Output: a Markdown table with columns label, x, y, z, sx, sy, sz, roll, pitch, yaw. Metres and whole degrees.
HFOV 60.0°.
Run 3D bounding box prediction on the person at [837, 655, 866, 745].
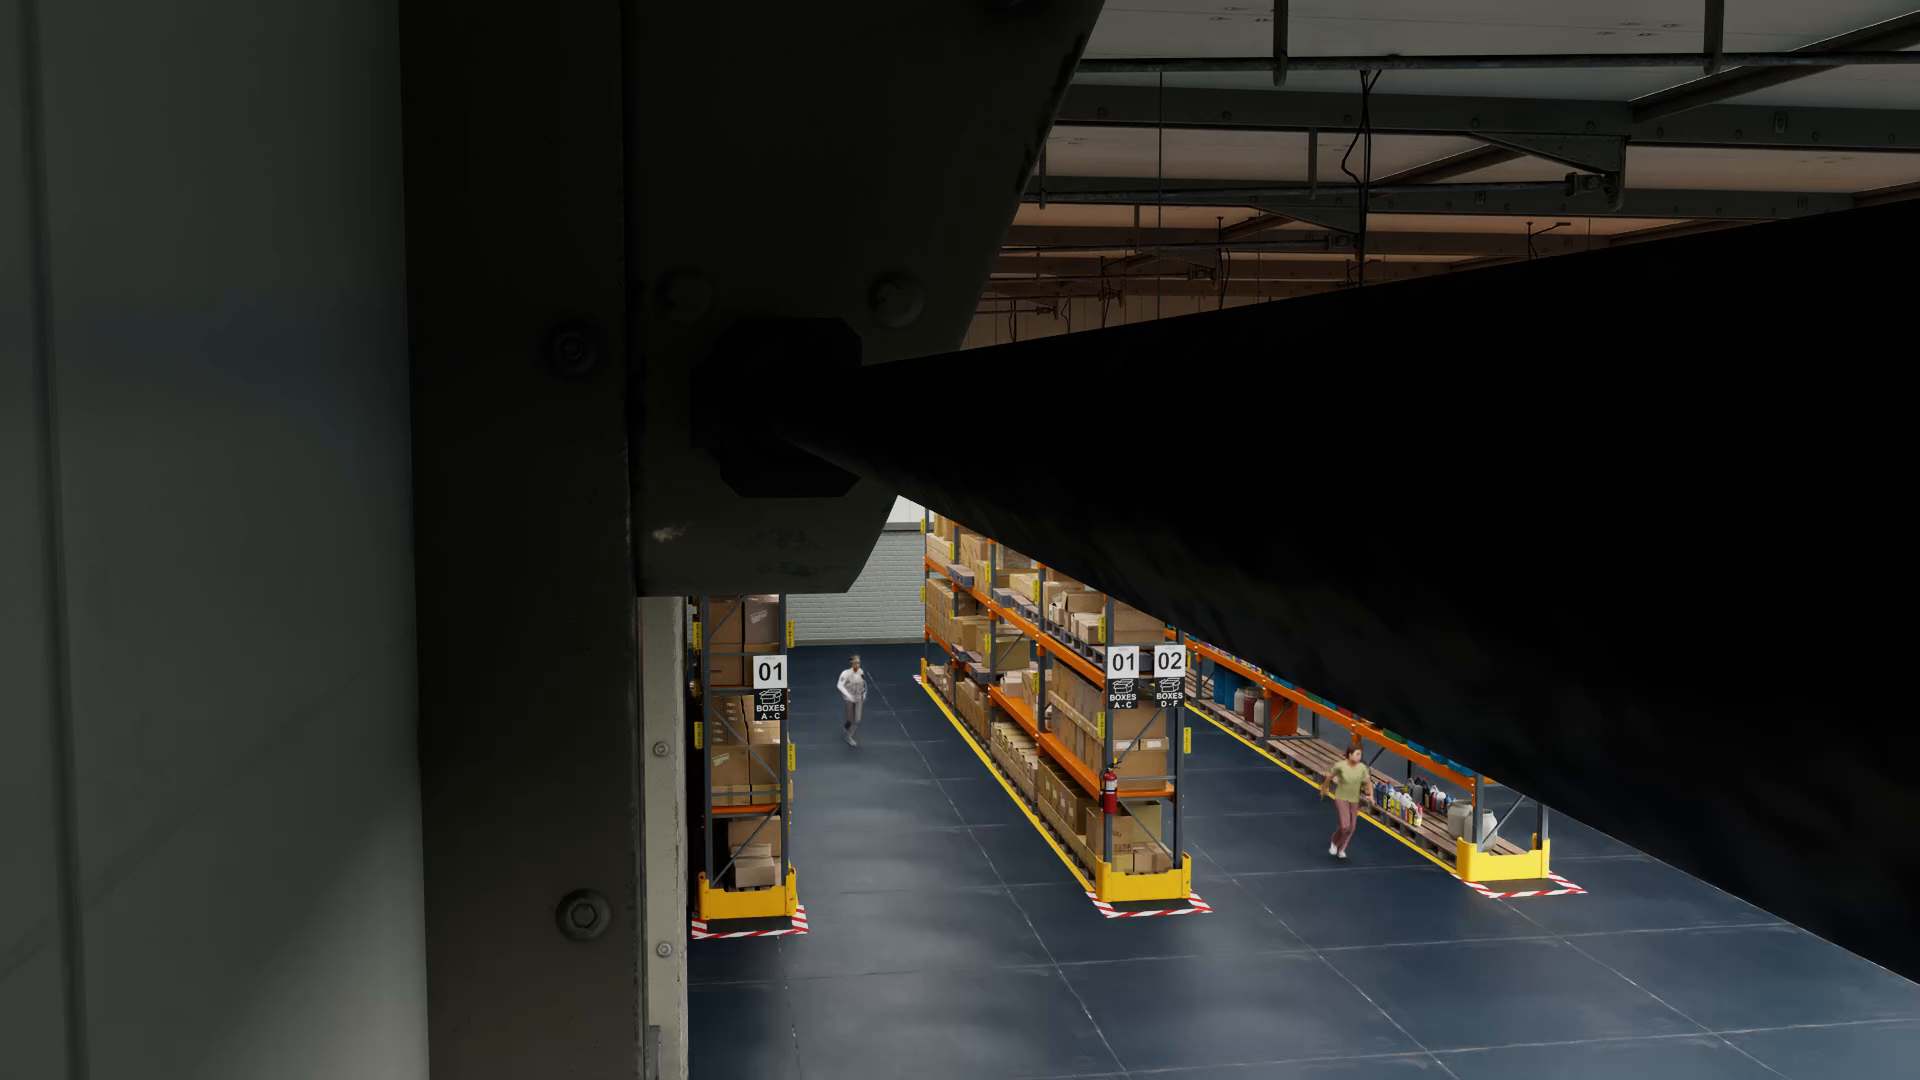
| label | x | y | z | sx | sy | sz | roll | pitch | yaw |
| --- | --- | --- | --- | --- | --- | --- | --- | --- | --- |
| person | -1.977 | 2.873 | 30.172 | 0.601 | 1.643 | 0.611 | -2 | 6 | -24 |

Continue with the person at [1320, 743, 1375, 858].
| label | x | y | z | sx | sy | sz | roll | pitch | yaw |
| --- | --- | --- | --- | --- | --- | --- | --- | --- | --- |
| person | 5.269 | 3.519 | 22.485 | 0.572 | 1.579 | 0.723 | -1 | 5 | -11 |
